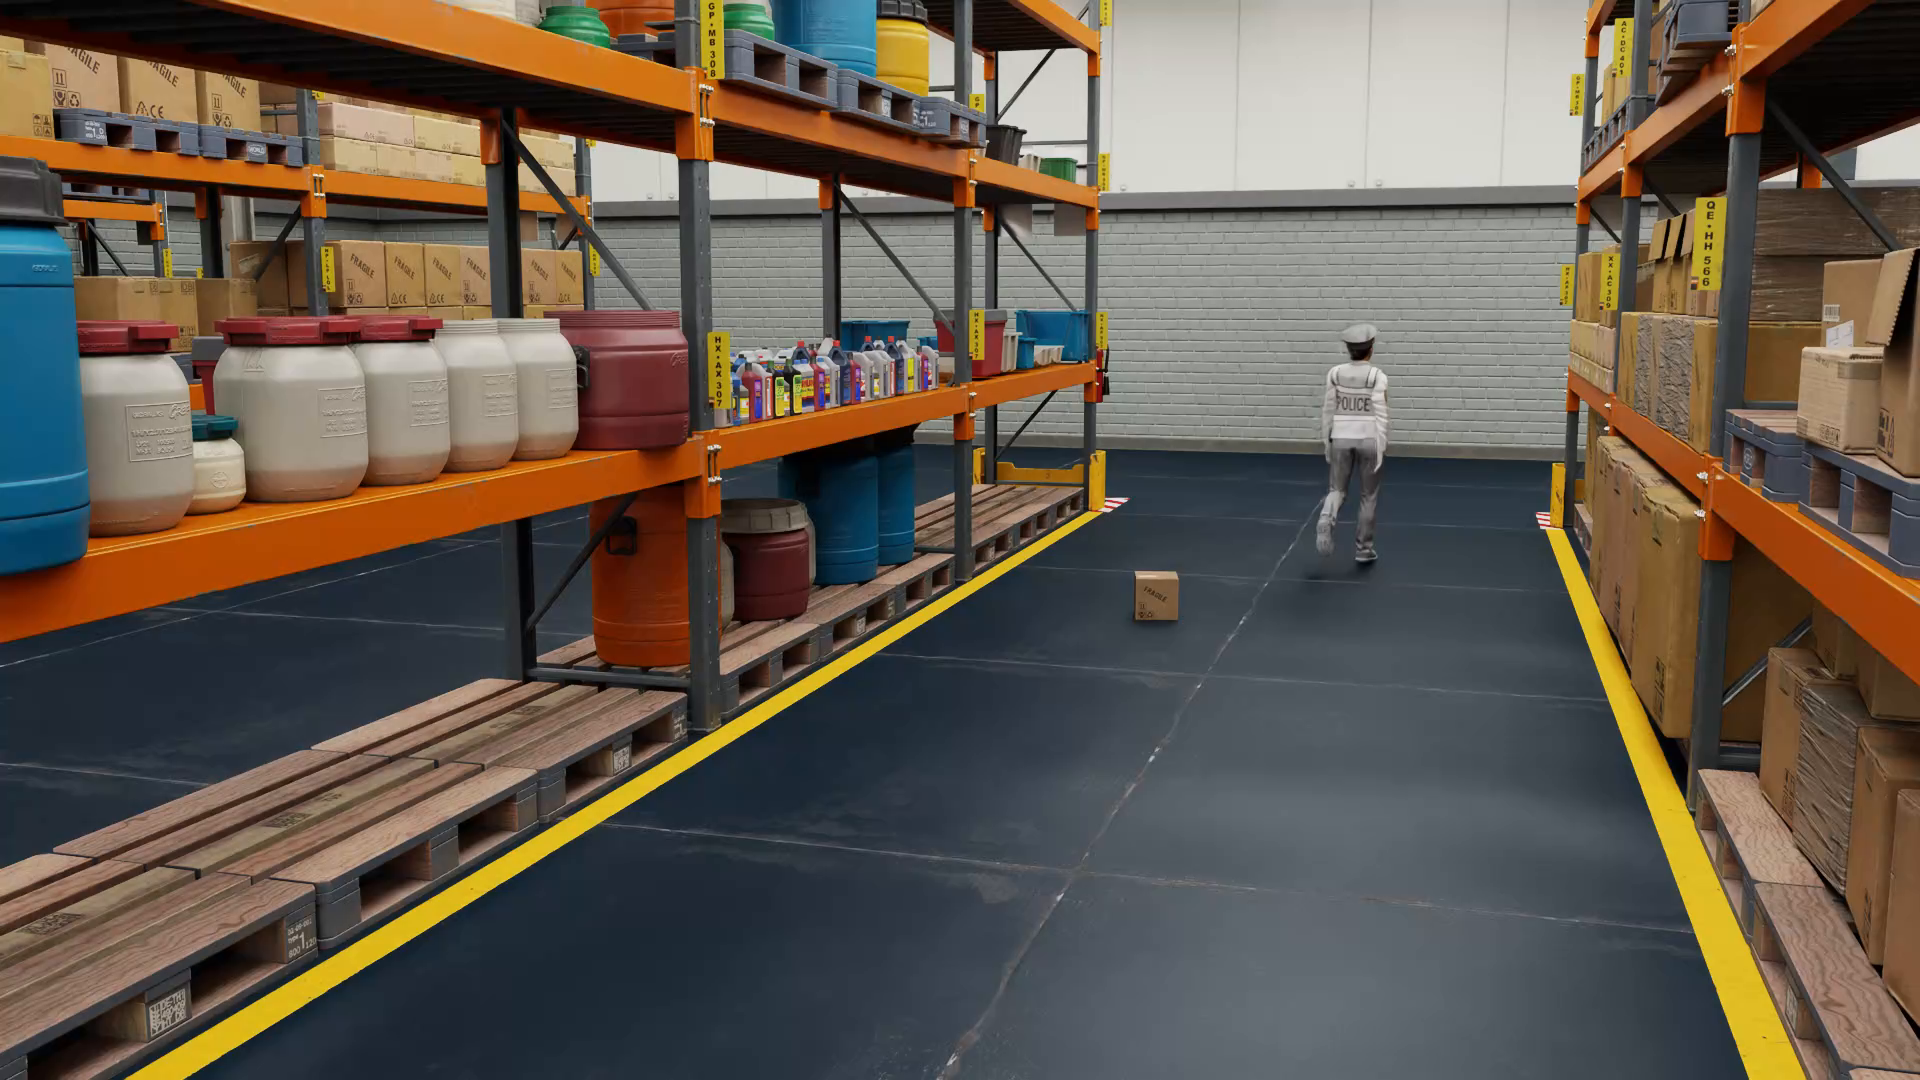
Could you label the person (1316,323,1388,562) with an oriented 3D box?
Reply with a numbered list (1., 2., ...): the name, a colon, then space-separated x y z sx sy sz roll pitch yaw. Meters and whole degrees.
1. person: 2.739 -0.665 11.600 0.486 1.678 0.669 5 10 29
